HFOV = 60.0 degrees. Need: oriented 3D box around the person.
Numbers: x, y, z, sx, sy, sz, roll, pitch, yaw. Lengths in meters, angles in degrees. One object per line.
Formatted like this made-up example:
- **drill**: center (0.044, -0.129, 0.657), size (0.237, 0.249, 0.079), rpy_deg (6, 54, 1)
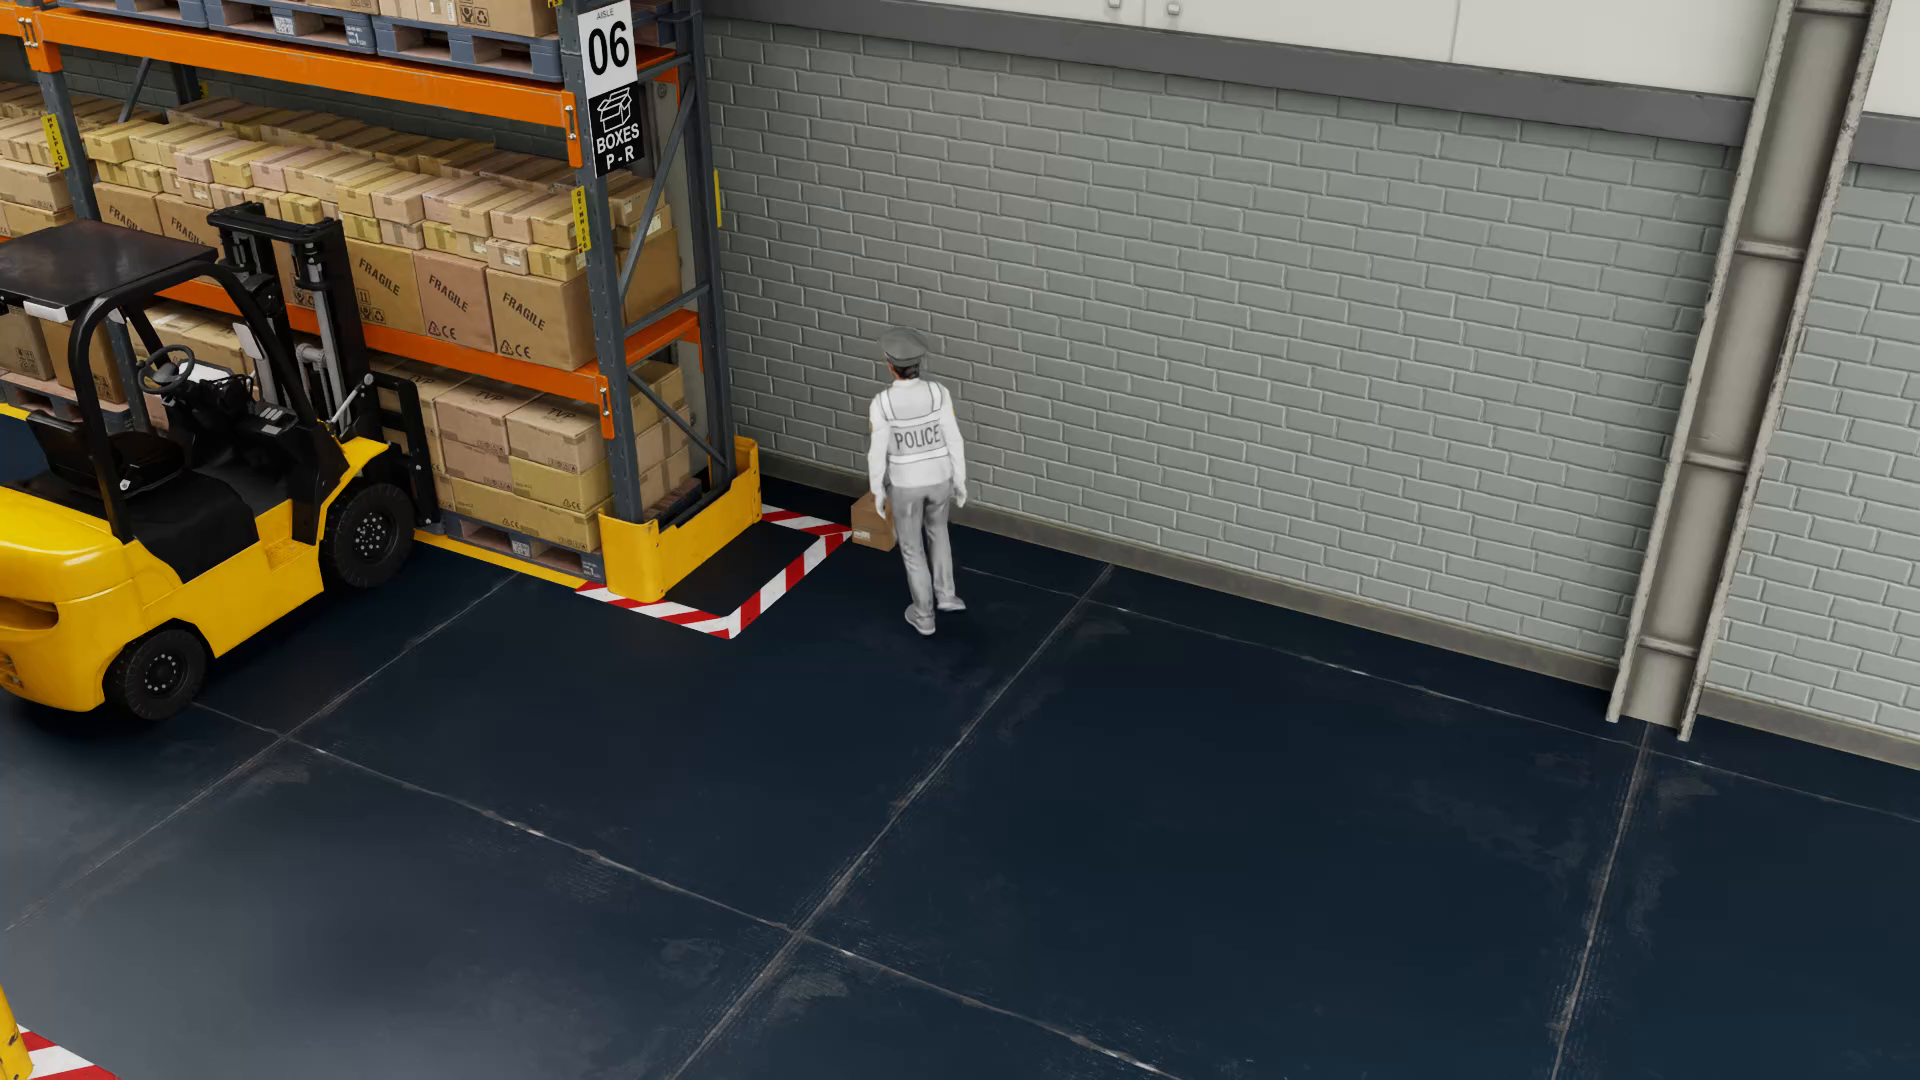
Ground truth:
- **person**: center (-0.226, -0.276, 8.726), size (0.509, 1.667, 0.449), rpy_deg (-11, 32, -18)
